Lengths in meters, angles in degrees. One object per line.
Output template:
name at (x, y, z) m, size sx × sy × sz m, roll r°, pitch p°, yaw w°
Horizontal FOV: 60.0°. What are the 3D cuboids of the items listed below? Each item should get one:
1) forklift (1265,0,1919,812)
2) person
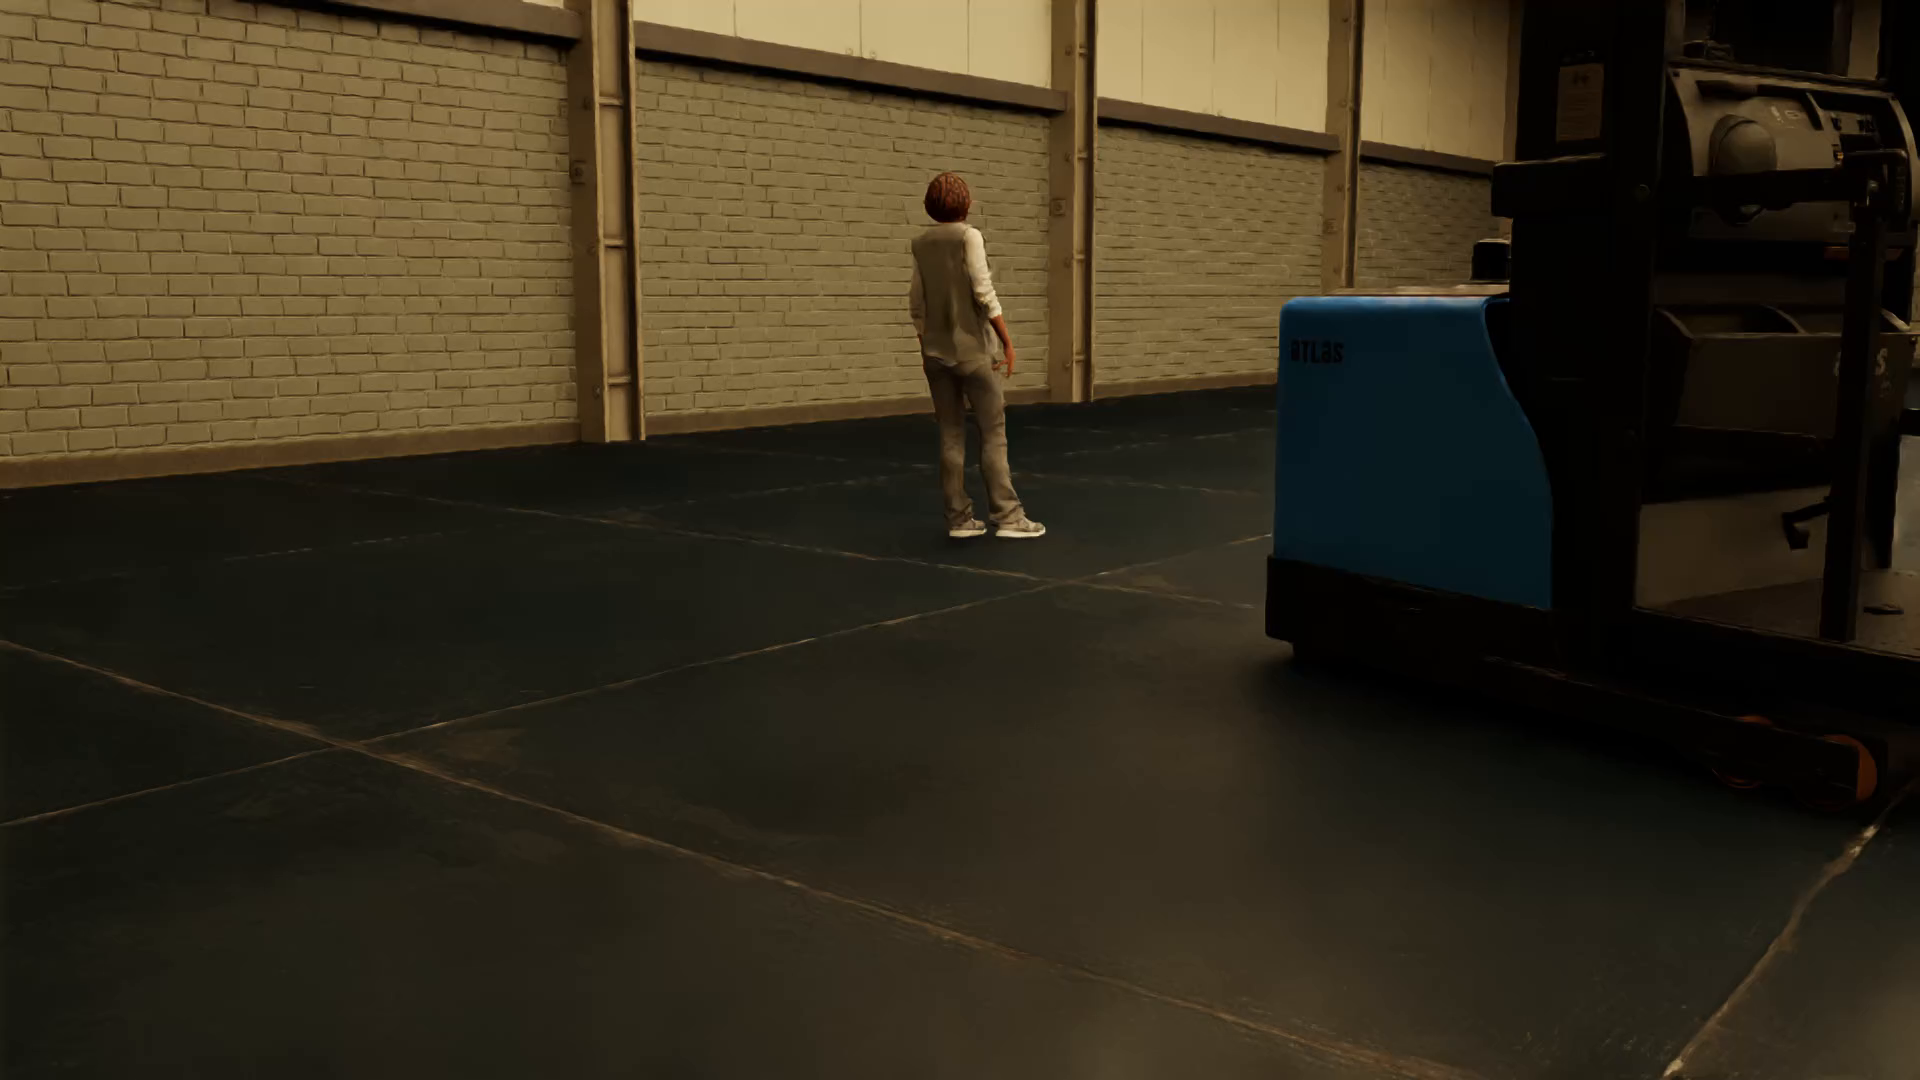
forklift at (2.118, -0.954, 3.805) m, size 1.130 × 2.935 × 3.031 m, roll -5°, pitch 10°, yaw -31°
person at (0.057, -0.804, 7.337) m, size 0.521 × 1.597 × 0.474 m, roll 7°, pitch 11°, yaw 38°
